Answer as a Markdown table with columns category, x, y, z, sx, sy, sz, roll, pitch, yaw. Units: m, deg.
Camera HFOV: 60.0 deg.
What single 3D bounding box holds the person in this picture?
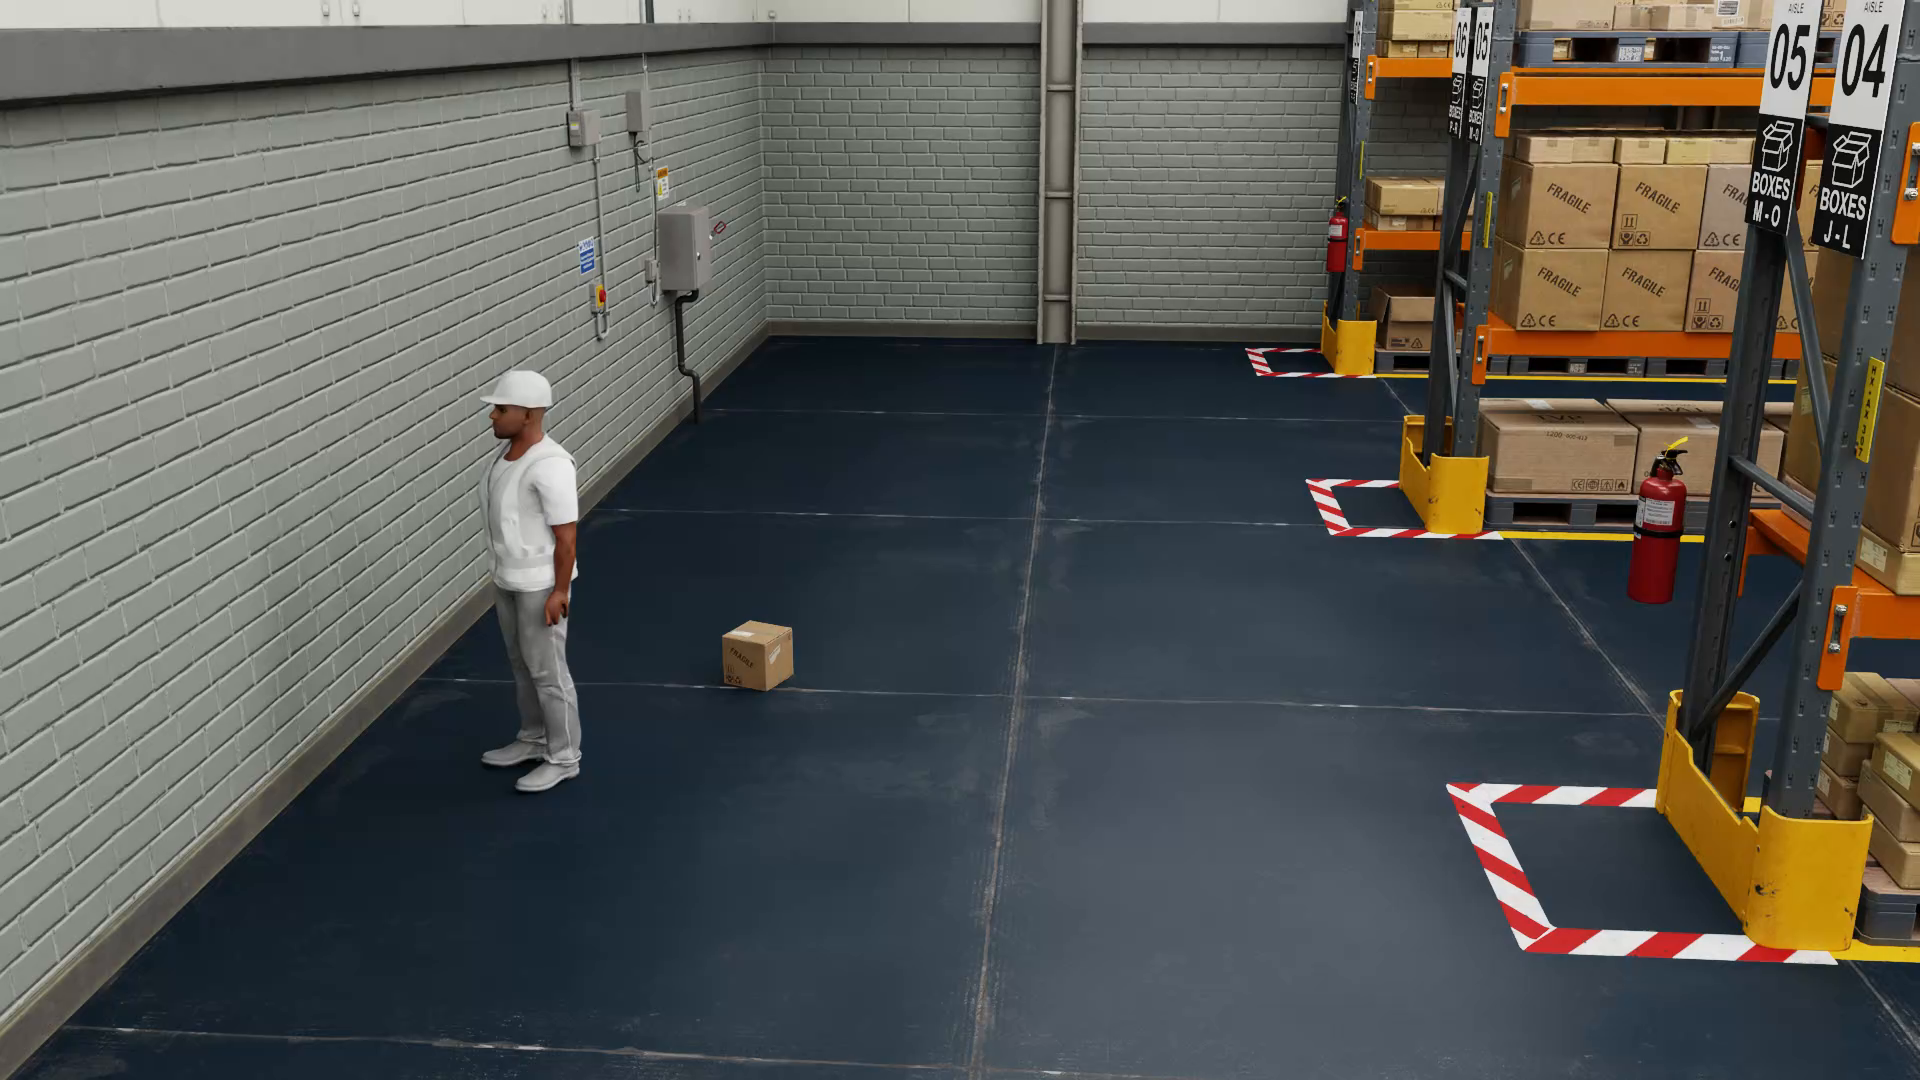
| category | x | y | z | sx | sy | sz | roll | pitch | yaw |
| --- | --- | --- | --- | --- | --- | --- | --- | --- | --- |
| person | -1.810 | 0.167 | 6.967 | 0.379 | 1.770 | 0.552 | -14 | 22 | -37 |
